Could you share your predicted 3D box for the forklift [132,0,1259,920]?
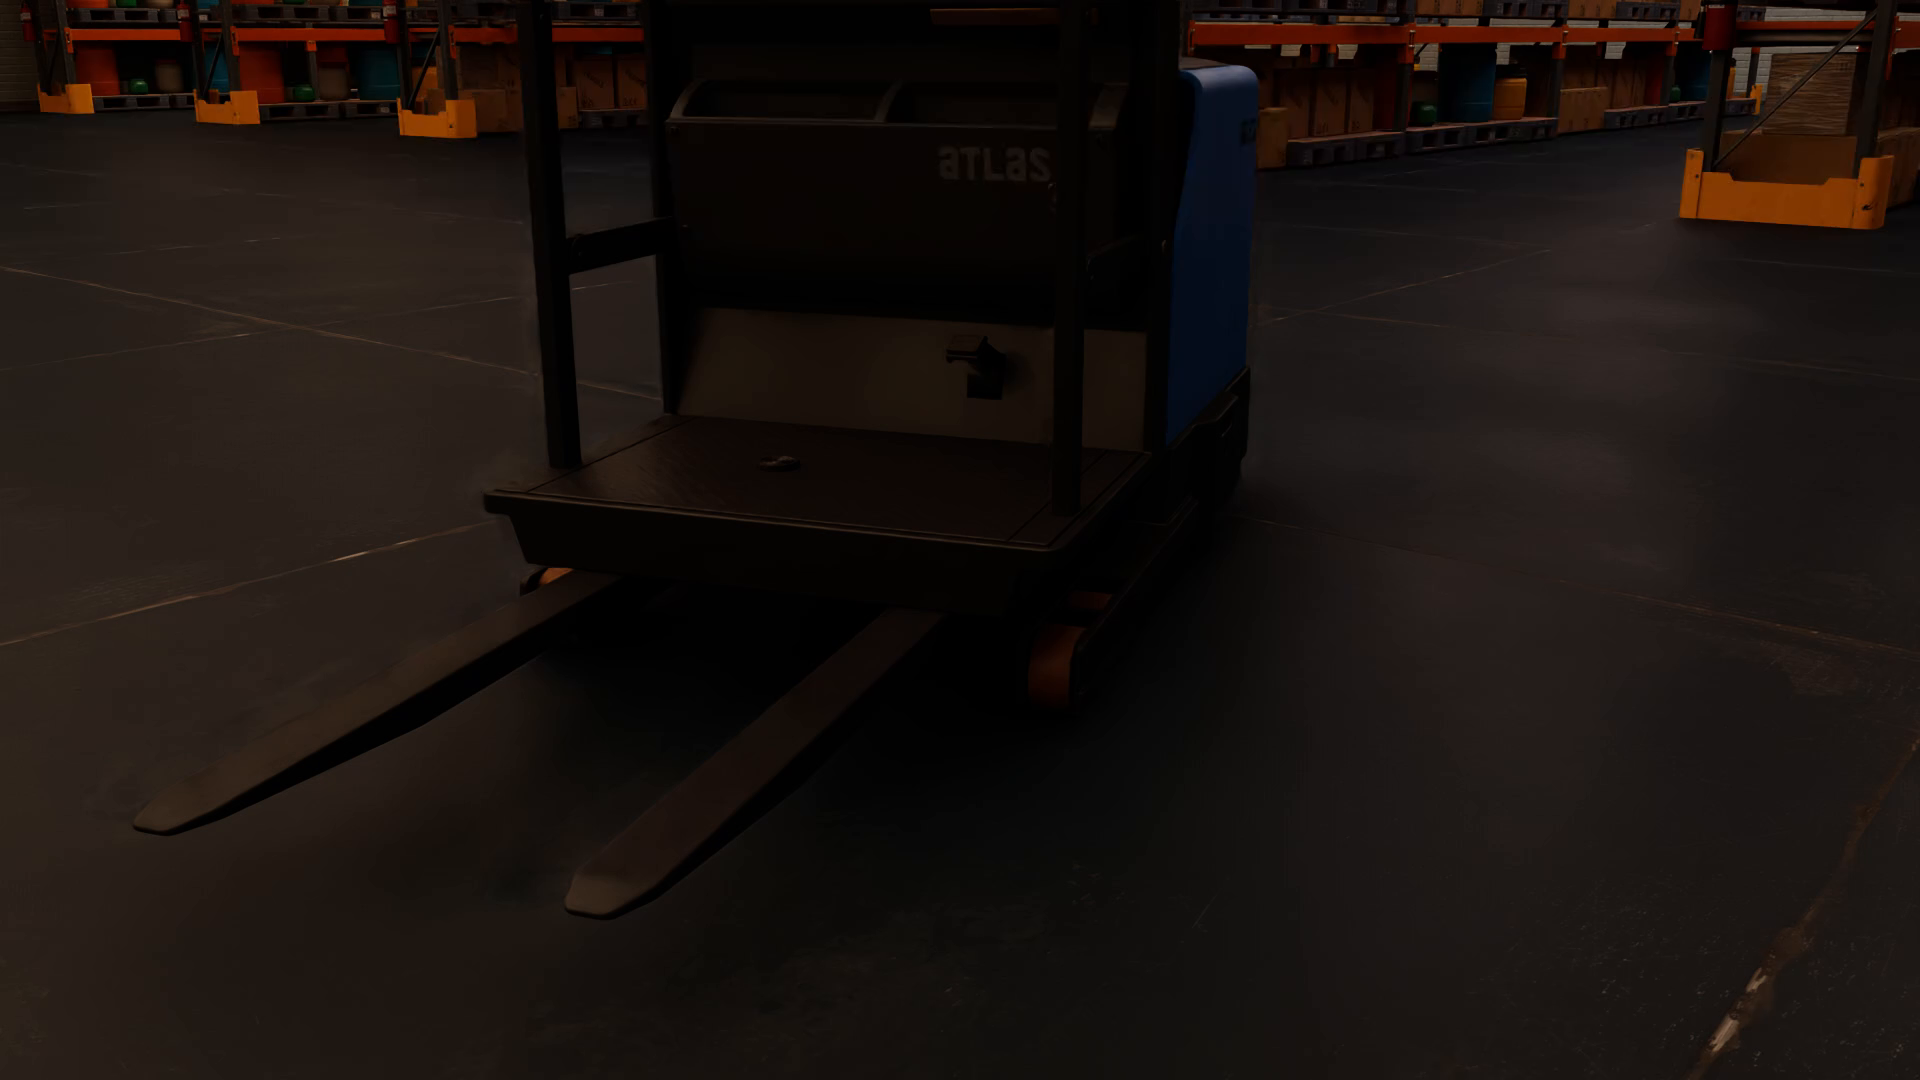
[{"bbox_3d":[-0.199,-1.224,2.930,1.130,2.935,3.031,6,18,18],"label":"forklift"}]
